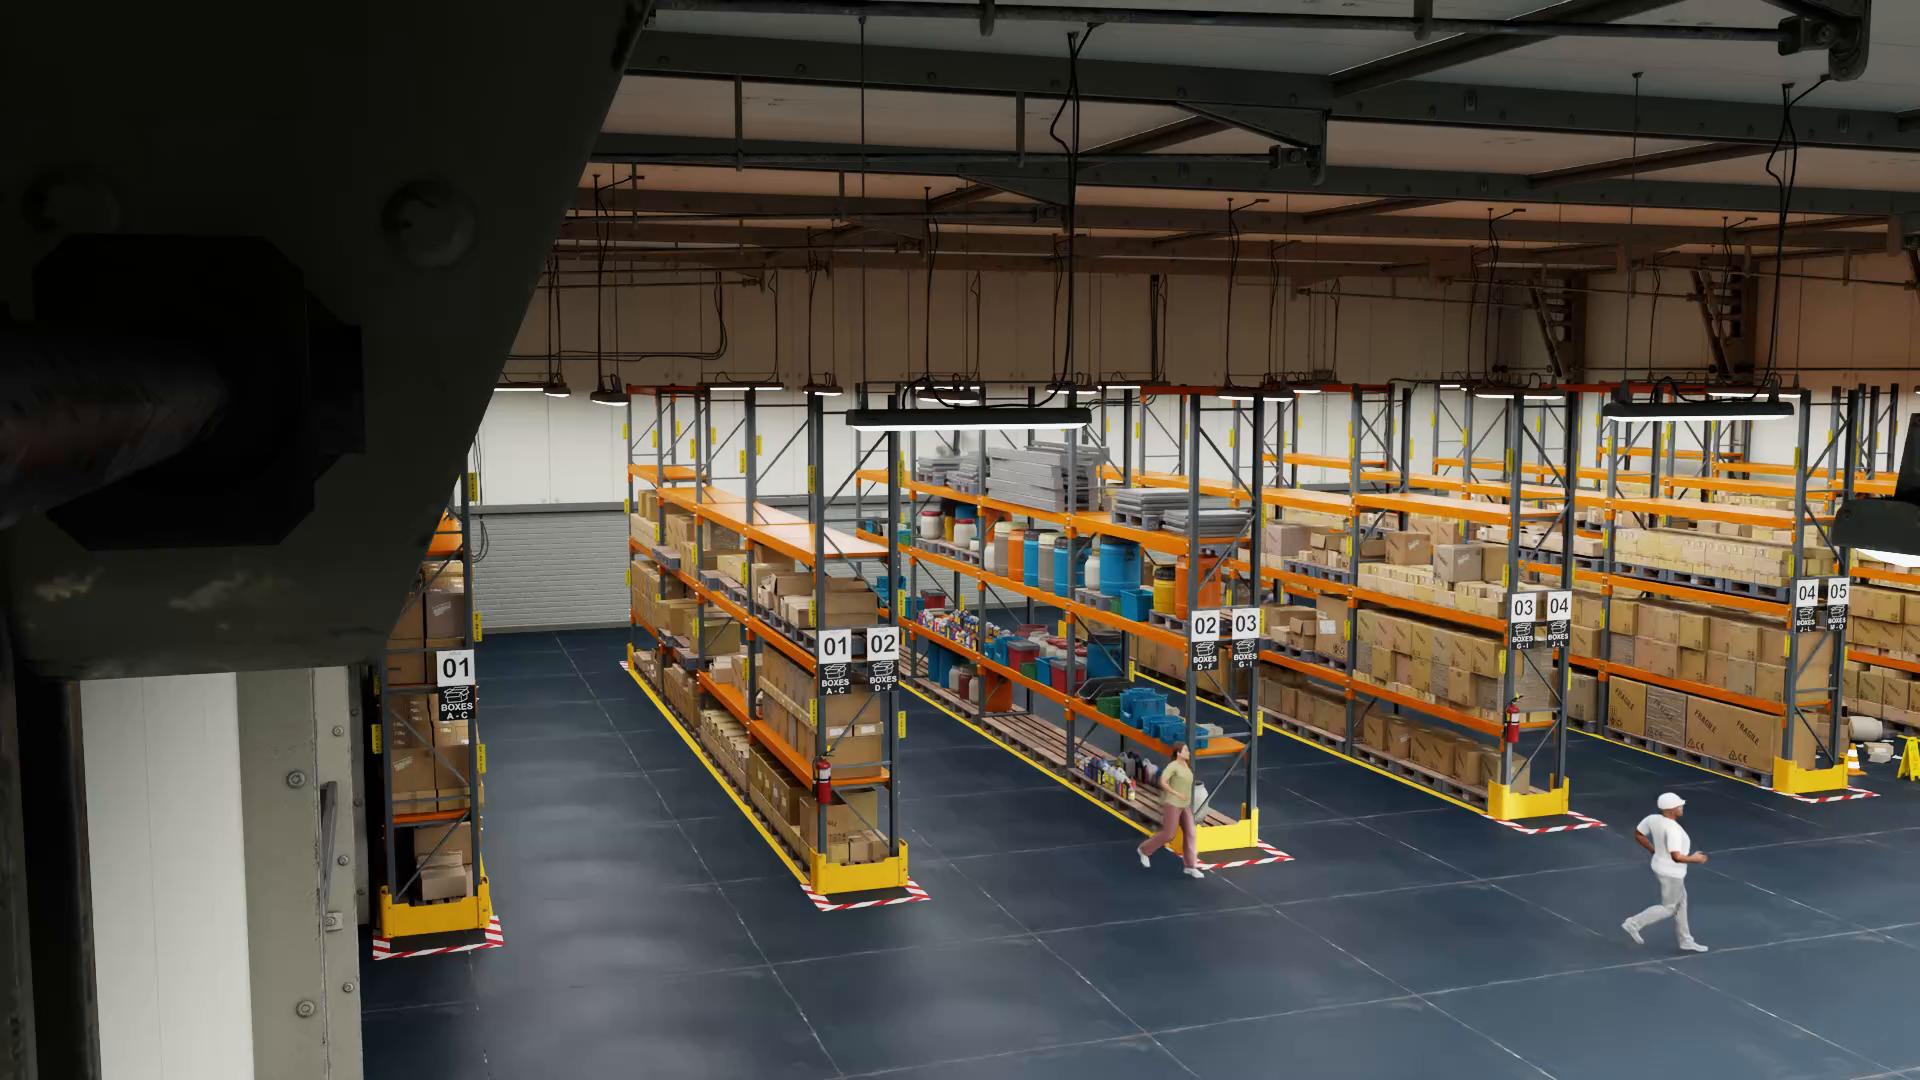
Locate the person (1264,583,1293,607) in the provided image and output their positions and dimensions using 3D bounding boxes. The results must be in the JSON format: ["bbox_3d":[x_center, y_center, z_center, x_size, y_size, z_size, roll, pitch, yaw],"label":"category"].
[{"bbox_3d":[7.018,1.774,36.472,0.574,1.685,0.697,-2,6,-15],"label":"person"}]

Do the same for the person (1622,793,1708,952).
[{"bbox_3d":[7.639,3.595,17.952,0.957,1.761,0.700,0,6,3],"label":"person"}]

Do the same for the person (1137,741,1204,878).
[{"bbox_3d":[2.760,3.342,20.913,0.954,1.634,0.636,5,8,40],"label":"person"}]
